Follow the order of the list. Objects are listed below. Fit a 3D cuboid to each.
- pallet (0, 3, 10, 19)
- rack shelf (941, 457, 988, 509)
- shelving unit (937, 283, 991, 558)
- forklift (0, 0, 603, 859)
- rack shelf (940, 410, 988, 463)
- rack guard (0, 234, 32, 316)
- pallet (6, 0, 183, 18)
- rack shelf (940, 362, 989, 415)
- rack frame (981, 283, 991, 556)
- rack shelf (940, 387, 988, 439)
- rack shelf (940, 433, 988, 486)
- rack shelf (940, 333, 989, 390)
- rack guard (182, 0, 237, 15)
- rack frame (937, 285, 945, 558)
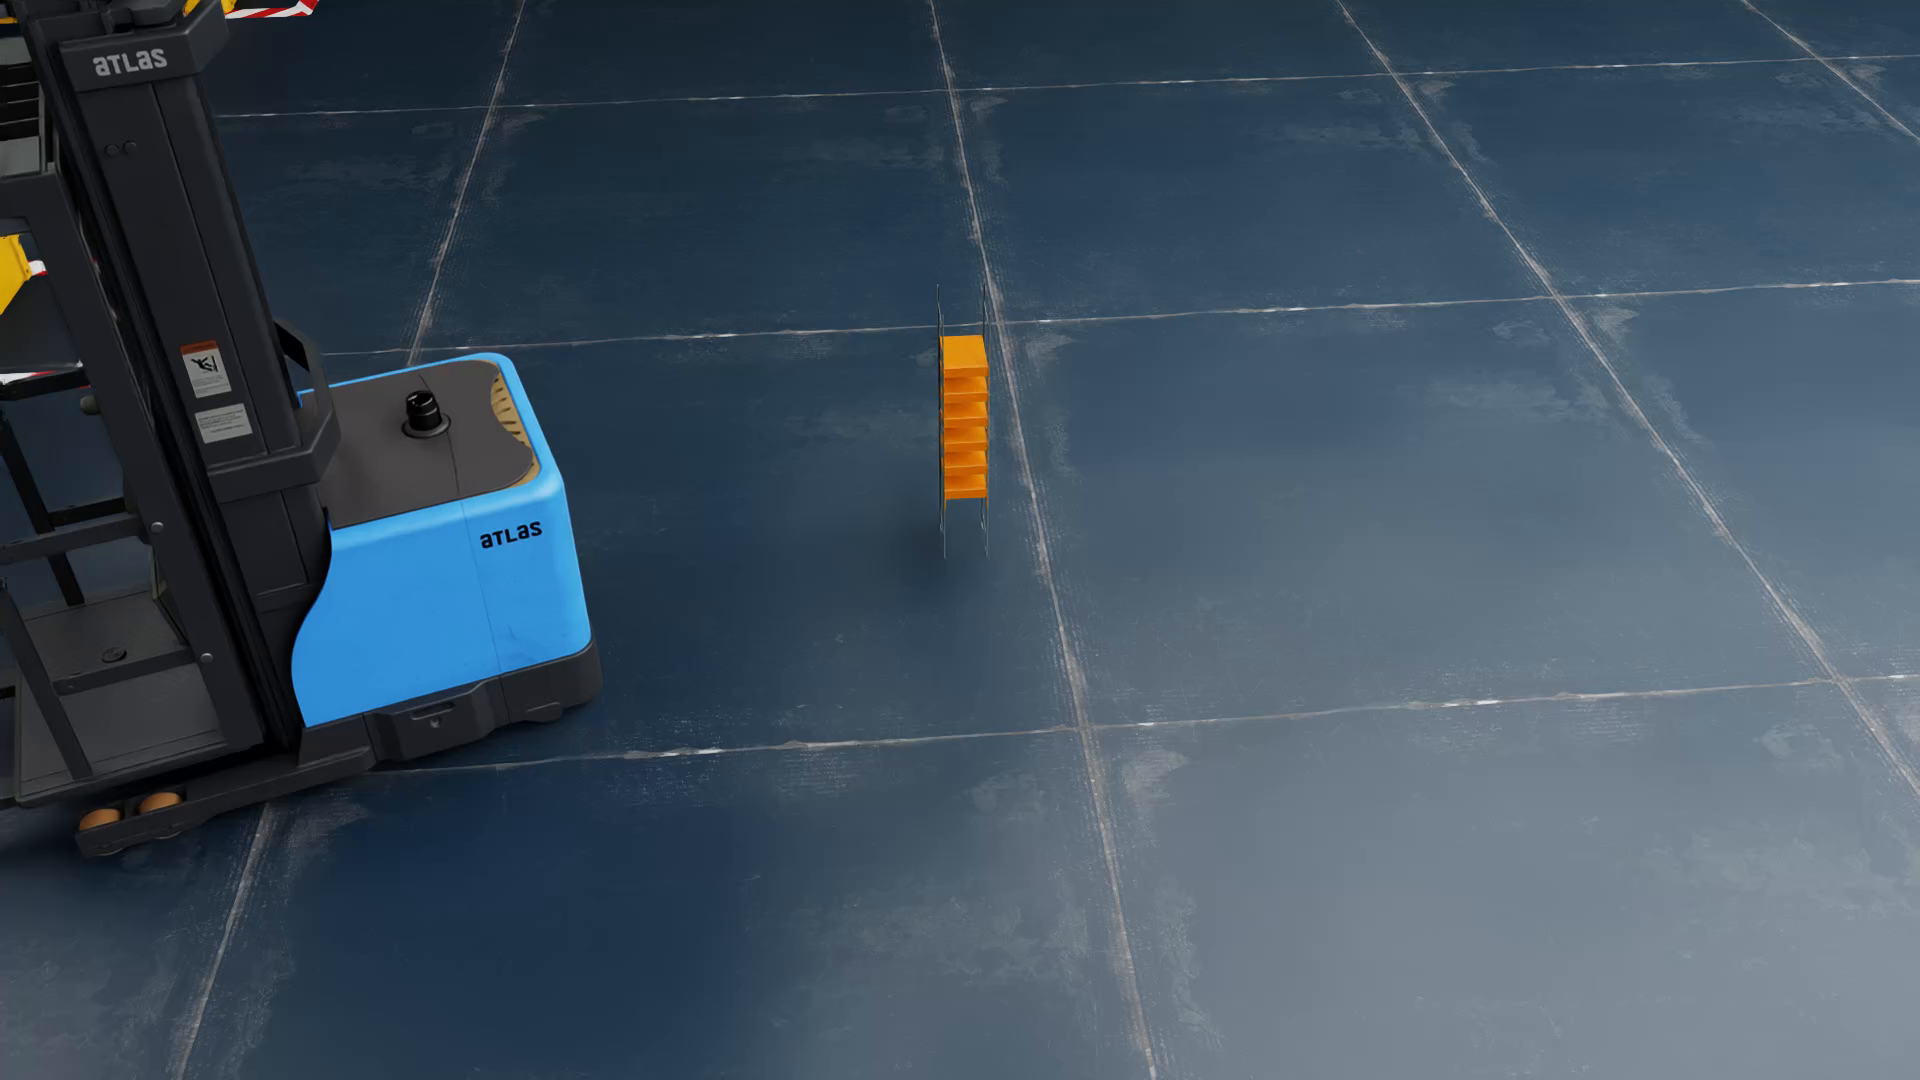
[{"bbox_3d":[-7.534,-4.132,12.317,1.213,0.211,1.003,-3,38,-4],"label":"pallet"},{"bbox_3d":[0.014,-0.249,7.056,0.180,0.103,0.258,-3,38,-4],"label":"rack shelf"},{"bbox_3d":[0.014,-0.472,6.879,0.189,1.200,0.258,-3,38,-4],"label":"shelving unit"},{"bbox_3d":[-2.942,-0.416,5.411,3.031,2.935,1.130,-15,41,-18],"label":"forklift"},{"bbox_3d":[0.014,-0.437,6.907,0.180,0.103,0.258,-3,38,-4],"label":"rack shelf"},{"bbox_3d":[-5.196,-1.312,8.509,0.348,0.500,1.175,-3,38,-4],"label":"rack guard"},{"bbox_3d":[-6.322,-4.197,12.399,1.213,0.211,1.003,-3,38,-4],"label":"pallet"},{"bbox_3d":[0.014,-0.625,6.758,0.180,0.103,0.258,-3,38,-4],"label":"rack shelf"},{"bbox_3d":[0.106,-0.477,6.886,0.006,1.200,0.240,-3,38,-4],"label":"rack frame"},{"bbox_3d":[0.014,-0.531,6.833,0.180,0.103,0.258,-3,38,-4],"label":"rack shelf"},{"bbox_3d":[0.014,-0.343,6.981,0.180,0.103,0.258,-3,38,-4],"label":"rack shelf"},{"bbox_3d":[0.014,-0.720,6.684,0.180,0.103,0.258,-3,38,-4],"label":"rack shelf"},{"bbox_3d":[-5.540,-4.380,12.397,0.348,0.500,1.175,-3,38,-4],"label":"rack guard"},{"bbox_3d":[-0.077,-0.467,6.873,0.006,1.200,0.240,-3,38,-4],"label":"rack frame"}]
